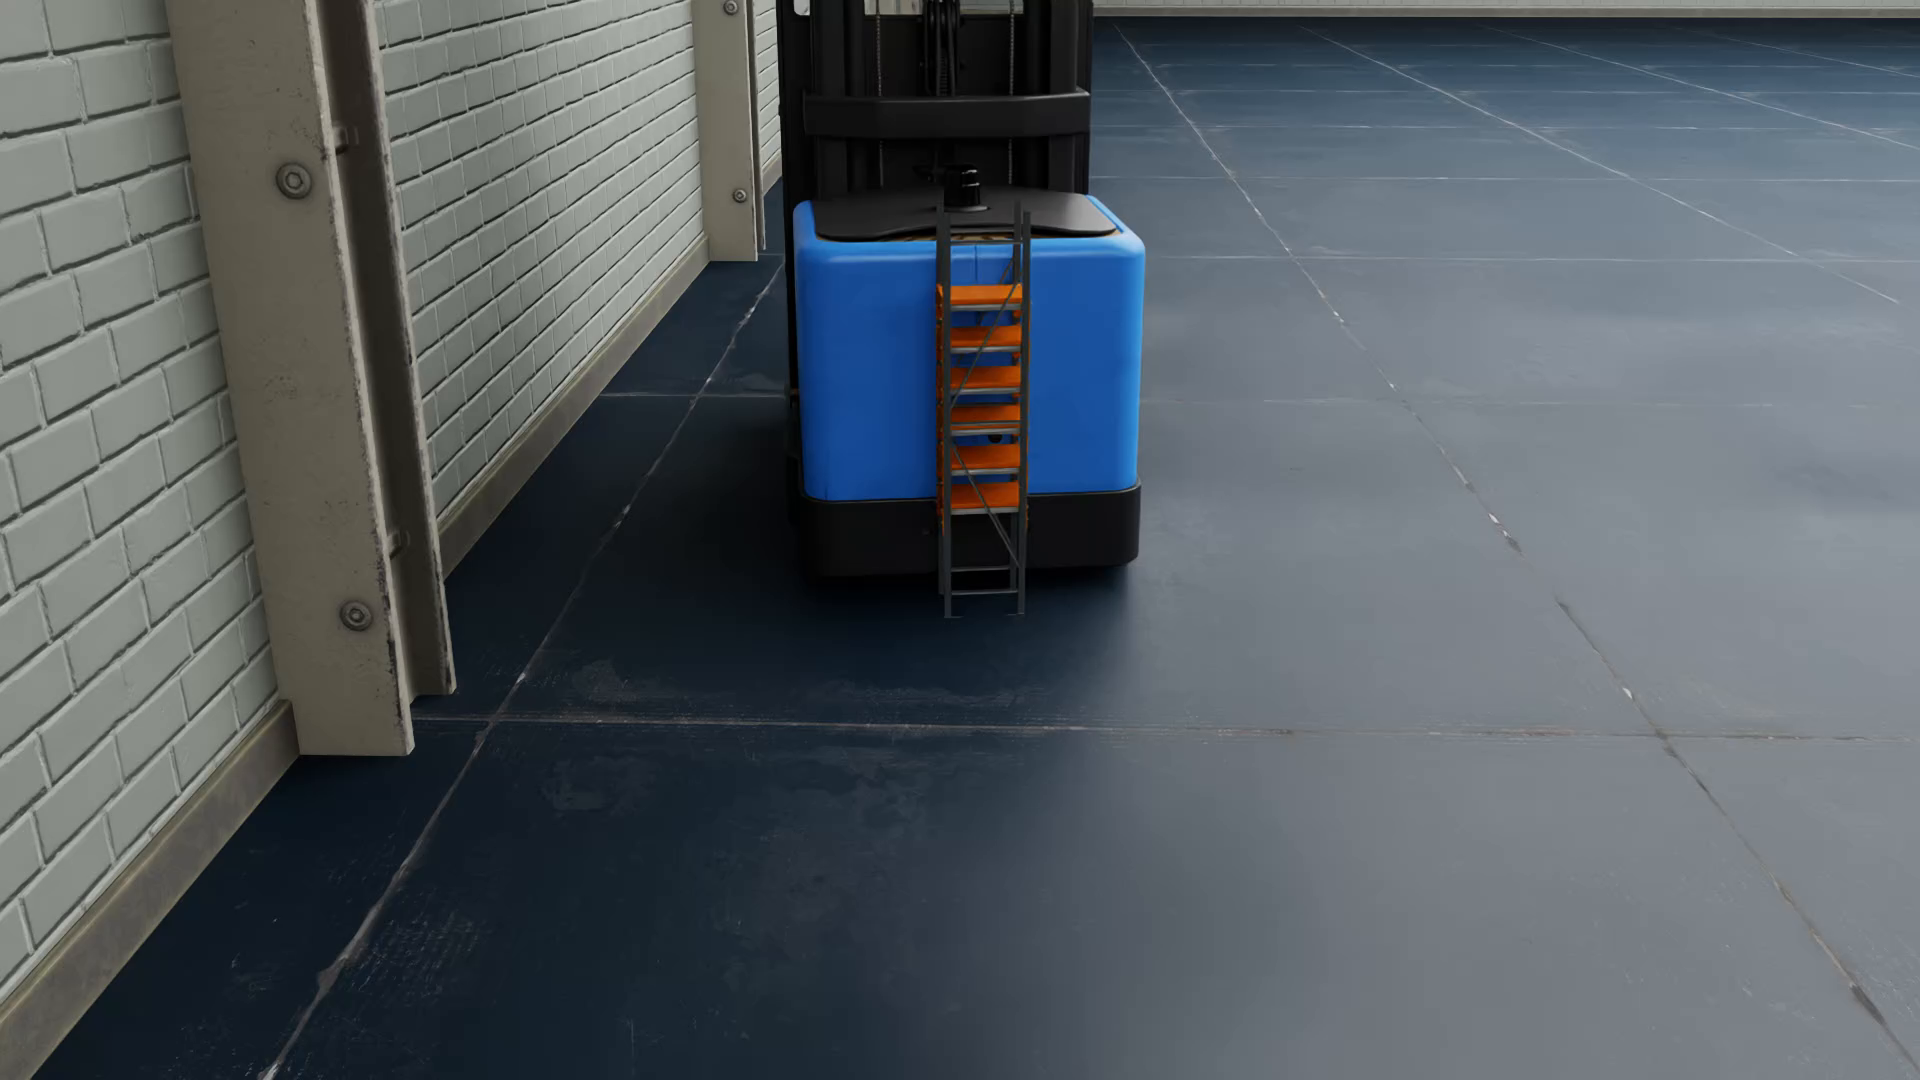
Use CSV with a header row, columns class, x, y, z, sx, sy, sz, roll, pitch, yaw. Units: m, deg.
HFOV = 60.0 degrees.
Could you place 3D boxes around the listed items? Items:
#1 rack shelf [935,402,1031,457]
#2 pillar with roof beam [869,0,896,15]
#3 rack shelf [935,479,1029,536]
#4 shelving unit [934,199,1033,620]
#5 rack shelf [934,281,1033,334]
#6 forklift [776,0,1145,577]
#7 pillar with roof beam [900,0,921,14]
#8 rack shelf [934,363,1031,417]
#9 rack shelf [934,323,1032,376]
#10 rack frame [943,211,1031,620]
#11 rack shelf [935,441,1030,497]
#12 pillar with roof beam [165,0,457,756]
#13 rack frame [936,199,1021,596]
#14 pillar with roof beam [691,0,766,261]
class,x,y,z,sx,sy,sz,roll,pitch,yaw
rack shelf,0.063,-0.320,4.818,0.258,0.103,0.180,-2,21,-6
pillar with roof beam,3.327,-10.192,19.356,9.100,9.000,0.400,1,21,2
rack shelf,0.063,-0.097,4.905,0.258,0.103,0.180,-2,21,-6
shelving unit,0.063,-0.362,4.802,0.258,1.200,0.189,-2,21,-6
rack shelf,0.063,-0.656,4.688,0.258,0.103,0.180,-2,21,-6
forklift,-0.113,-1.749,5.983,1.130,2.935,3.031,-2,21,-6
pillar with roof beam,3.509,-12.361,24.947,9.100,9.000,0.400,1,21,2
rack shelf,0.063,-0.432,4.775,0.258,0.103,0.180,-2,21,-6
rack shelf,0.063,-0.544,4.732,0.258,0.103,0.180,-2,21,-6
rack frame,0.073,-0.329,4.718,0.240,1.200,0.006,-2,21,-6
rack shelf,0.063,-0.208,4.862,0.258,0.103,0.180,-2,21,-6
pillar with roof beam,2.779,-3.684,2.582,9.100,9.000,0.400,1,21,2
rack frame,0.053,-0.395,4.887,0.240,1.200,0.006,-2,21,-6
pillar with roof beam,2.962,-5.853,8.173,9.100,9.000,0.400,1,21,2
